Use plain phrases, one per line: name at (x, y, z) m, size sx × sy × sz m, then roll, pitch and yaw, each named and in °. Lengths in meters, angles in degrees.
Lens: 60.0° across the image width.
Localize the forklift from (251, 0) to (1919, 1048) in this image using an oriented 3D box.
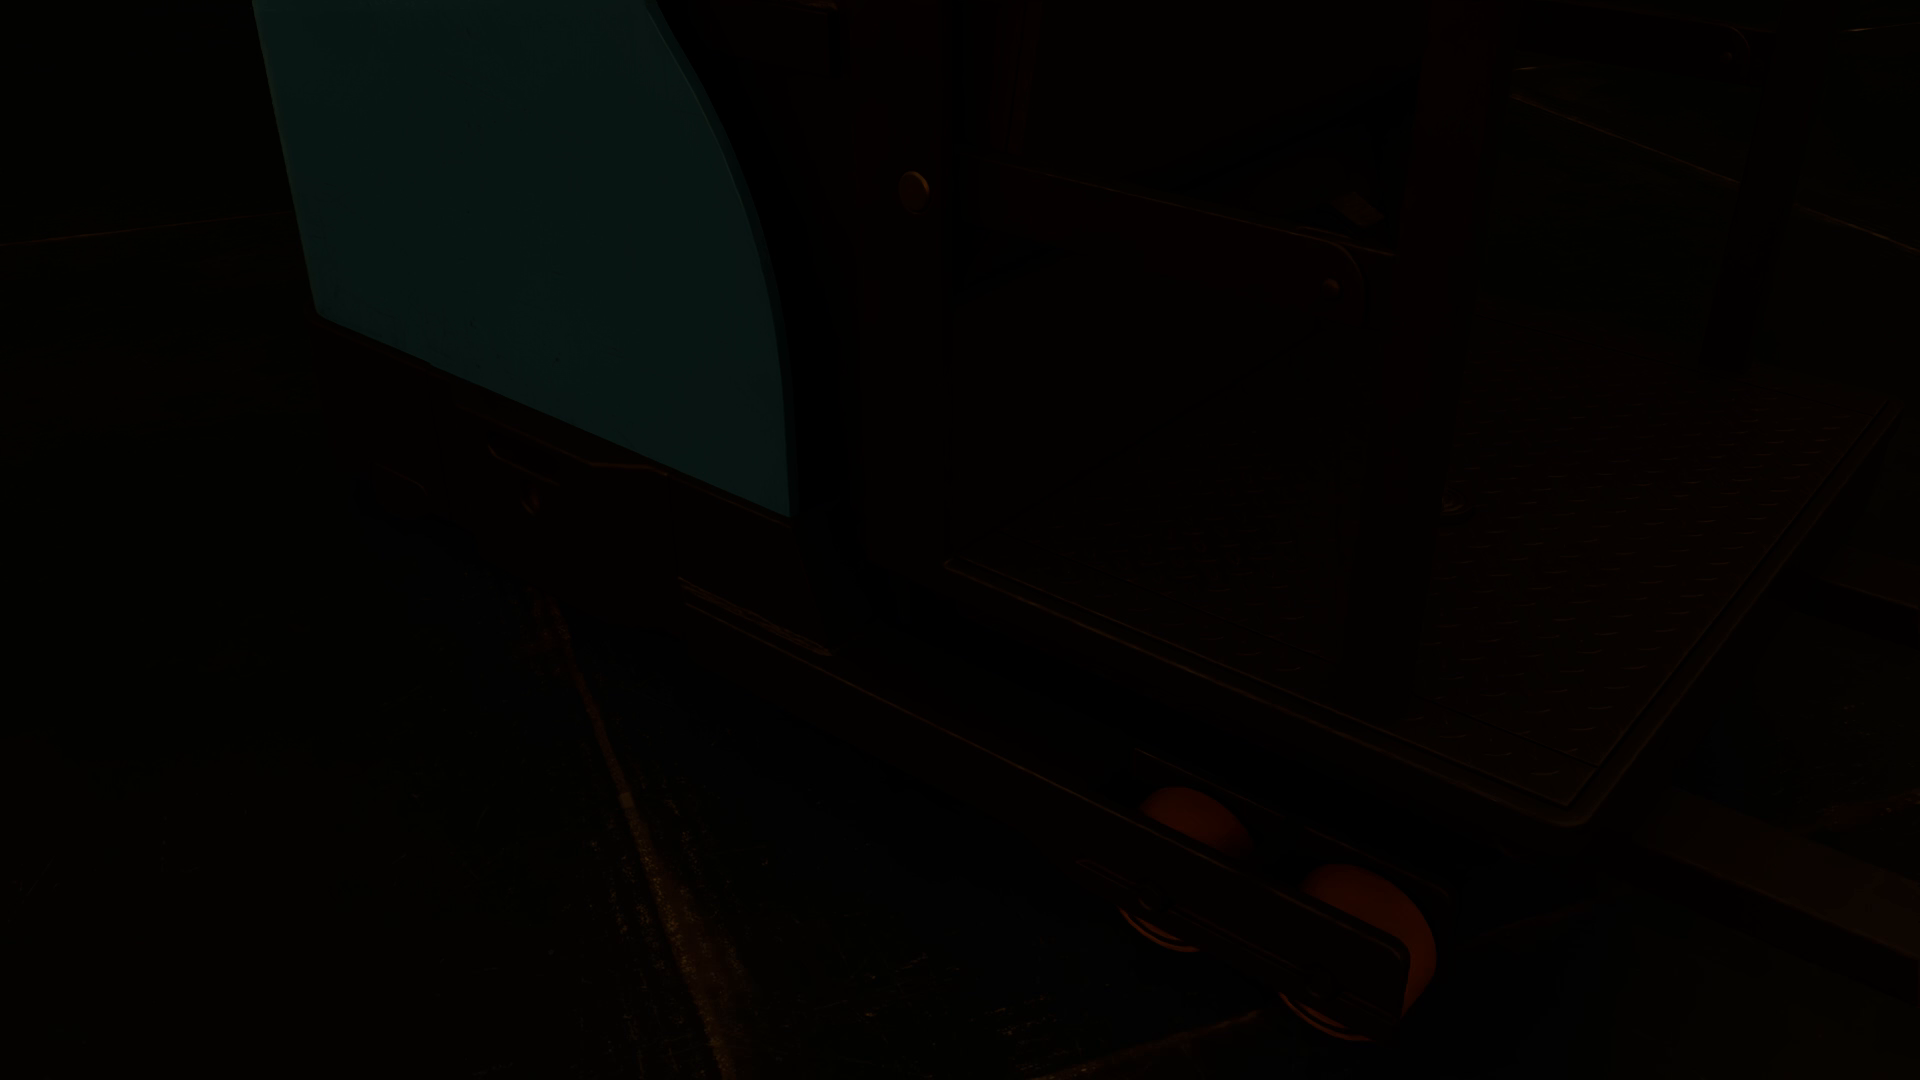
forklift at (0.479, -1.081, 1.436) m, size 3.031 × 2.935 × 1.130 m, roll 22°, pitch 36°, yaw 33°
